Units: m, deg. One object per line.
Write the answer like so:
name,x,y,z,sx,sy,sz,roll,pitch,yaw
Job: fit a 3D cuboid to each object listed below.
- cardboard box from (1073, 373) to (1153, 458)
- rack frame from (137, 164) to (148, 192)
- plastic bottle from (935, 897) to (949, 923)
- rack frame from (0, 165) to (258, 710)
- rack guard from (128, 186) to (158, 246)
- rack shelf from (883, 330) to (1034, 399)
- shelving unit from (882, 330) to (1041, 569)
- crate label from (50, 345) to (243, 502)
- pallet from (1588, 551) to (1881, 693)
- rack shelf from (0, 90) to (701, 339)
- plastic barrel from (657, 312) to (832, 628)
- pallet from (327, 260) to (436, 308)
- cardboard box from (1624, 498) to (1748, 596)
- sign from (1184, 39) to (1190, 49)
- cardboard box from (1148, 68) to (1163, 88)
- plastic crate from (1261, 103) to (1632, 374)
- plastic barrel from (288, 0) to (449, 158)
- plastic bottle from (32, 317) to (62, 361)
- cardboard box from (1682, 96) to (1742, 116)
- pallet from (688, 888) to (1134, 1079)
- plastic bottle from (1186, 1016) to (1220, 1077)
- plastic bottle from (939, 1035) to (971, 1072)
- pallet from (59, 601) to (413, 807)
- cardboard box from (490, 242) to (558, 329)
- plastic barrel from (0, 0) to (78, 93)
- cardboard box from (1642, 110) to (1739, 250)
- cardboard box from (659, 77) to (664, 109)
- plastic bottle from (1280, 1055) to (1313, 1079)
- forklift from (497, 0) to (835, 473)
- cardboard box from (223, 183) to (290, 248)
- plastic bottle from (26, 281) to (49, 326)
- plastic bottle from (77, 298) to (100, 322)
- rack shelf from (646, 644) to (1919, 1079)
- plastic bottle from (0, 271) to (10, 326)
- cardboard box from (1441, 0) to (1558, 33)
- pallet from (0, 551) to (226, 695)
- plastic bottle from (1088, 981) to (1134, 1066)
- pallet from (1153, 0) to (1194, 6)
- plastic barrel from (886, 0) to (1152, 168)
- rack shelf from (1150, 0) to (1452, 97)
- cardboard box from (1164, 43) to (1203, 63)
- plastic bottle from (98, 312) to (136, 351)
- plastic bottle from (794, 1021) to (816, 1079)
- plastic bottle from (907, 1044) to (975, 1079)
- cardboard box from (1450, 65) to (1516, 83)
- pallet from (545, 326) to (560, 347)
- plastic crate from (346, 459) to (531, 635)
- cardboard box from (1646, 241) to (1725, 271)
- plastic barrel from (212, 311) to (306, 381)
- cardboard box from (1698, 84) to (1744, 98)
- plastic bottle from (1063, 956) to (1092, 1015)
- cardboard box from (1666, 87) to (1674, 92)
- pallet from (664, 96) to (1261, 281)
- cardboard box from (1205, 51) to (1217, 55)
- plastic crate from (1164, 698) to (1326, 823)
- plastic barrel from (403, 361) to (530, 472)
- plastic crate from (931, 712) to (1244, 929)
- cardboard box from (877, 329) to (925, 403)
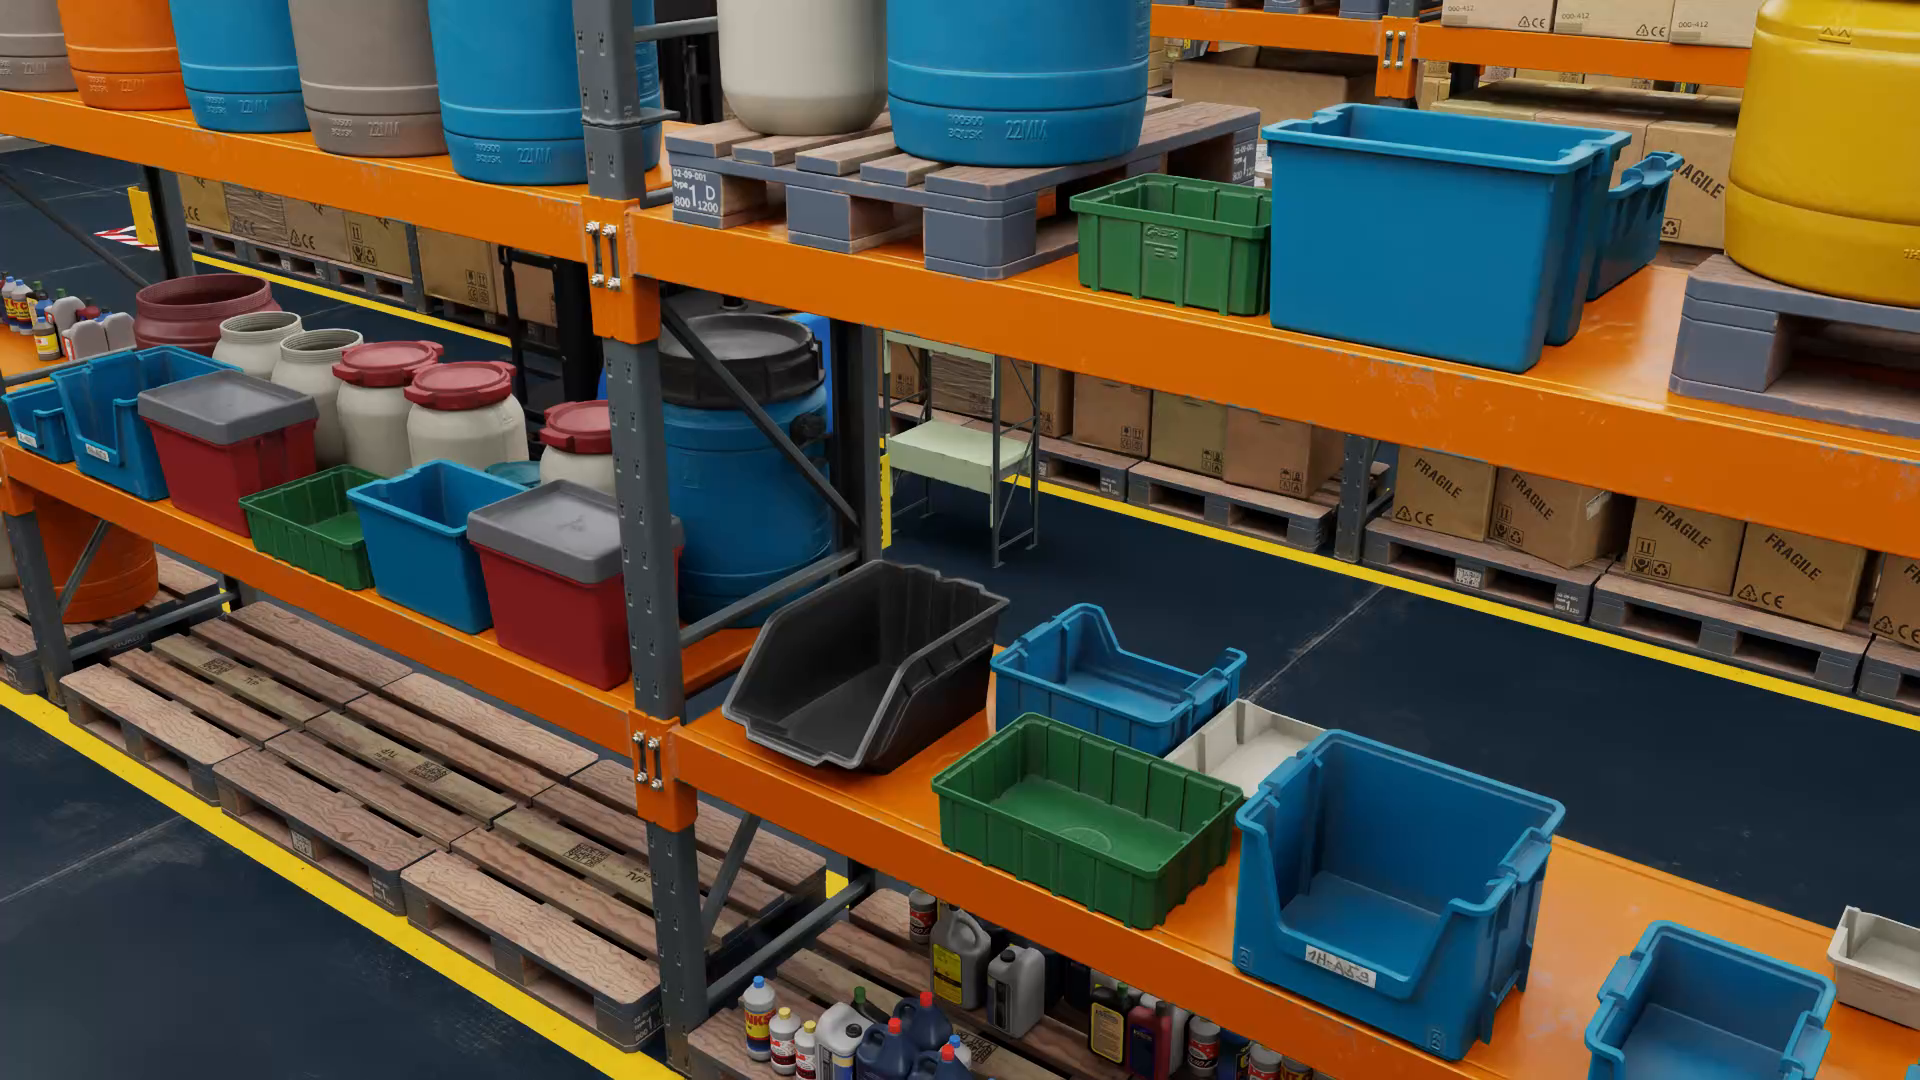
cardboard box,1.073,-0.883,10.089,0.500,0.500,0.700,14,27,29
rack frame,-7.233,-4.316,15.325,0.127,3.000,1.000,17,29,33
plastic bottle,-0.018,1.236,5.548,0.133,0.283,0.061,19,30,36
rack frame,-3.802,-0.783,7.307,0.127,3.000,1.000,17,29,33
rack guard,-7.252,-3.178,15.842,0.348,0.500,1.175,17,29,33
rack shelf,0.005,-1.042,8.787,0.720,0.370,0.431,17,29,33
shelving unit,0.005,-0.685,8.944,0.755,1.500,0.431,17,29,33
crate label,-3.169,-0.472,6.557,0.616,0.435,0.502,17,29,33
pallet,3.909,0.308,8.289,1.213,0.211,1.003,17,29,33
rack shelf,-2.201,-1.343,5.750,4.000,0.370,1.077,17,29,33
plastic barrel,-0.728,-0.236,5.445,0.708,0.901,0.600,17,29,33
pallet,-4.593,-2.281,14.166,1.213,0.211,1.003,17,29,33
cardboard box,3.673,-0.092,8.317,0.500,0.500,0.500,14,27,29
sign,1.907,-4.273,13.890,0.005,0.325,0.100,17,29,33
cardboard box,1.554,-4.005,14.411,0.250,0.149,0.380,17,29,34
plastic crate,0.894,-0.578,3.141,0.575,0.384,0.392,17,29,33
plastic barrel,-1.661,-1.629,4.885,0.600,0.901,0.600,0,24,0
plastic bottle,-4.384,-0.968,7.974,0.097,0.201,0.097,0,24,0
cardboard box,3.695,-1.792,7.863,0.500,0.500,0.500,17,29,33
pallet,-0.088,1.636,5.275,1.213,0.211,1.003,17,29,33
plastic bottle,0.738,1.511,5.025,0.097,0.201,0.097,0,24,0
plastic bottle,-0.015,1.557,4.835,0.097,0.271,0.097,0,24,0
pallet,-3.205,0.693,7.416,1.213,0.211,1.003,17,29,33
cardboard box,-2.792,-2.204,12.647,0.875,0.875,1.225,16,28,32
plastic barrel,-3.275,-2.117,5.991,0.600,0.901,0.600,0,24,0
cardboard box,3.378,-1.621,7.476,0.500,0.500,0.500,17,29,33
cardboard box,-1.926,-3.226,11.484,0.637,0.503,0.797,18,29,34
plastic bottle,0.982,1.553,4.844,0.097,0.271,0.097,0,24,0
forklift,-2.187,-1.946,10.032,3.031,2.935,1.130,17,29,34
cardboard box,-5.944,-3.186,14.876,0.875,0.875,0.875,17,29,33
plastic bottle,-4.589,-1.153,8.292,0.133,0.283,0.061,17,29,33
plastic bottle,-4.190,-1.033,8.019,0.133,0.283,0.061,17,29,33
rack shelf,1.000,0.997,4.159,4.000,0.370,1.077,17,29,33
plastic bottle,-4.851,-1.233,8.472,0.133,0.283,0.061,17,29,33
cardboard box,2.576,-2.526,7.730,0.500,0.250,0.500,16,28,31
pallet,-4.457,0.316,8.271,1.213,0.211,1.003,17,29,33
plastic bottle,0.459,1.452,5.057,0.133,0.283,0.061,17,29,33
pallet,1.108,-3.134,9.155,1.003,0.211,1.213,17,29,33
plastic barrel,0.131,-1.335,3.697,0.708,0.901,0.600,17,29,33
rack shelf,0.769,-2.941,9.376,4.000,0.370,1.077,17,29,33
cardboard box,1.958,-4.352,14.829,0.250,0.149,0.380,18,30,36
plastic bottle,-3.954,-0.935,7.806,0.135,0.276,0.152,17,29,33
plastic bottle,-0.446,1.531,4.980,0.097,0.201,0.097,0,24,0
plastic bottle,-0.053,1.570,4.707,0.185,0.351,0.144,15,28,31
cardboard box,4.208,-3.857,12.920,0.500,0.500,0.700,17,29,34
pallet,-2.389,-1.615,12.654,1.213,0.211,1.003,17,29,33
plastic crate,-1.670,0.025,5.493,0.575,0.384,0.392,17,29,33
cardboard box,3.532,-1.246,7.865,0.500,0.500,0.875,17,29,33
plastic barrel,-2.850,-0.654,6.876,0.421,0.512,0.421,0,24,0
cardboard box,5.700,-3.452,11.839,0.550,0.550,0.875,17,29,33
plastic bottle,0.396,1.361,5.264,0.133,0.283,0.061,19,30,37
cardboard box,5.166,-3.249,12.781,0.500,0.500,0.500,17,29,34
pallet,0.035,-0.959,4.221,1.003,0.211,1.213,17,29,33
cardboard box,3.183,-5.426,19.958,0.875,0.875,0.875,18,29,35
plastic crate,0.851,0.616,4.459,0.437,0.136,0.530,17,29,33
plastic barrel,-1.822,-0.358,6.173,0.433,0.535,0.433,0,24,0
plastic crate,0.316,0.701,4.203,0.662,0.188,0.450,17,29,33
cardboard box,-0.283,-1.283,10.996,0.500,0.500,0.700,15,28,31
